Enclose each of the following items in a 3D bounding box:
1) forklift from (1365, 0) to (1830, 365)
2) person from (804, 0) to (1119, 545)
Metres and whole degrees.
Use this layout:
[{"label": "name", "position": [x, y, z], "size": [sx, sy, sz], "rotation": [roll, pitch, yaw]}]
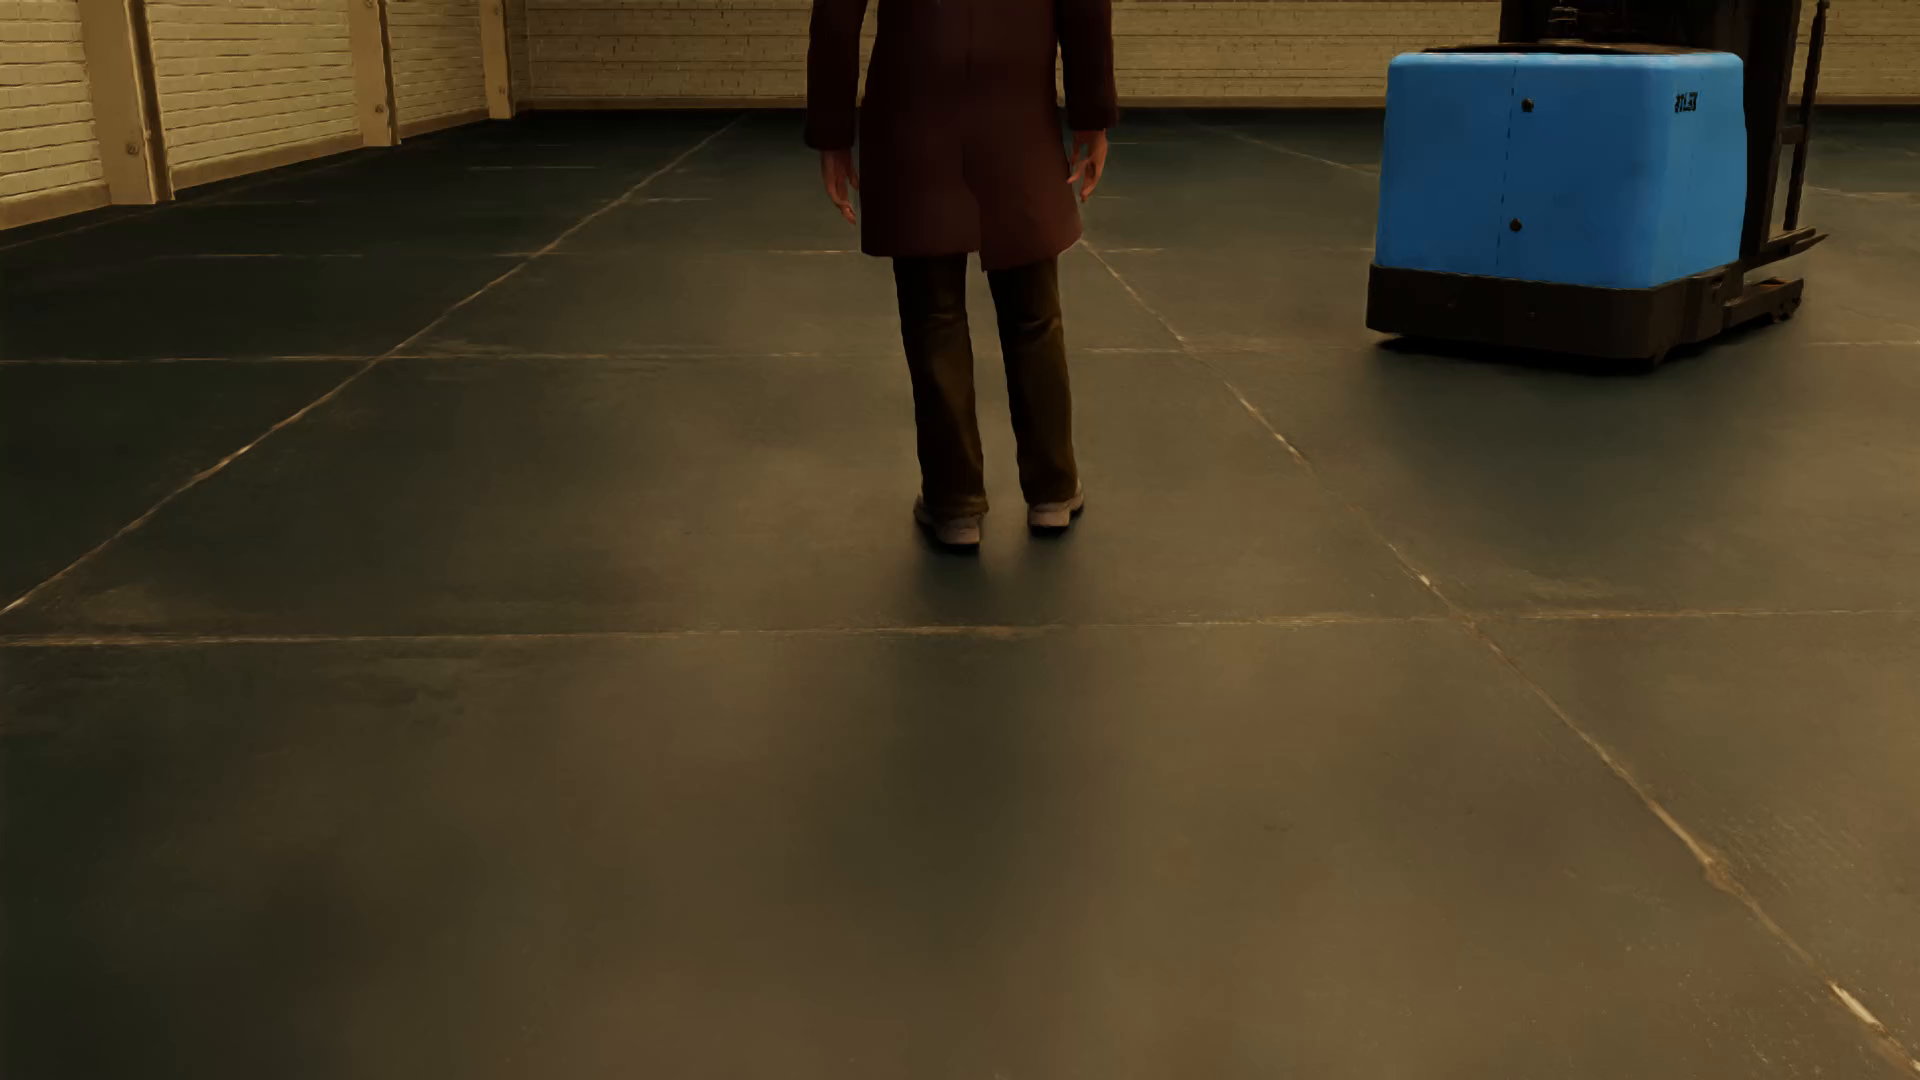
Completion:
[{"label": "forklift", "position": [2.882, -2.373, 6.666], "size": [1.130, 2.935, 3.031], "rotation": [14, 22, 38]}, {"label": "person", "position": [0.000, -0.884, 3.743], "size": [0.694, 1.776, 0.580], "rotation": [-1, 17, -3]}]
